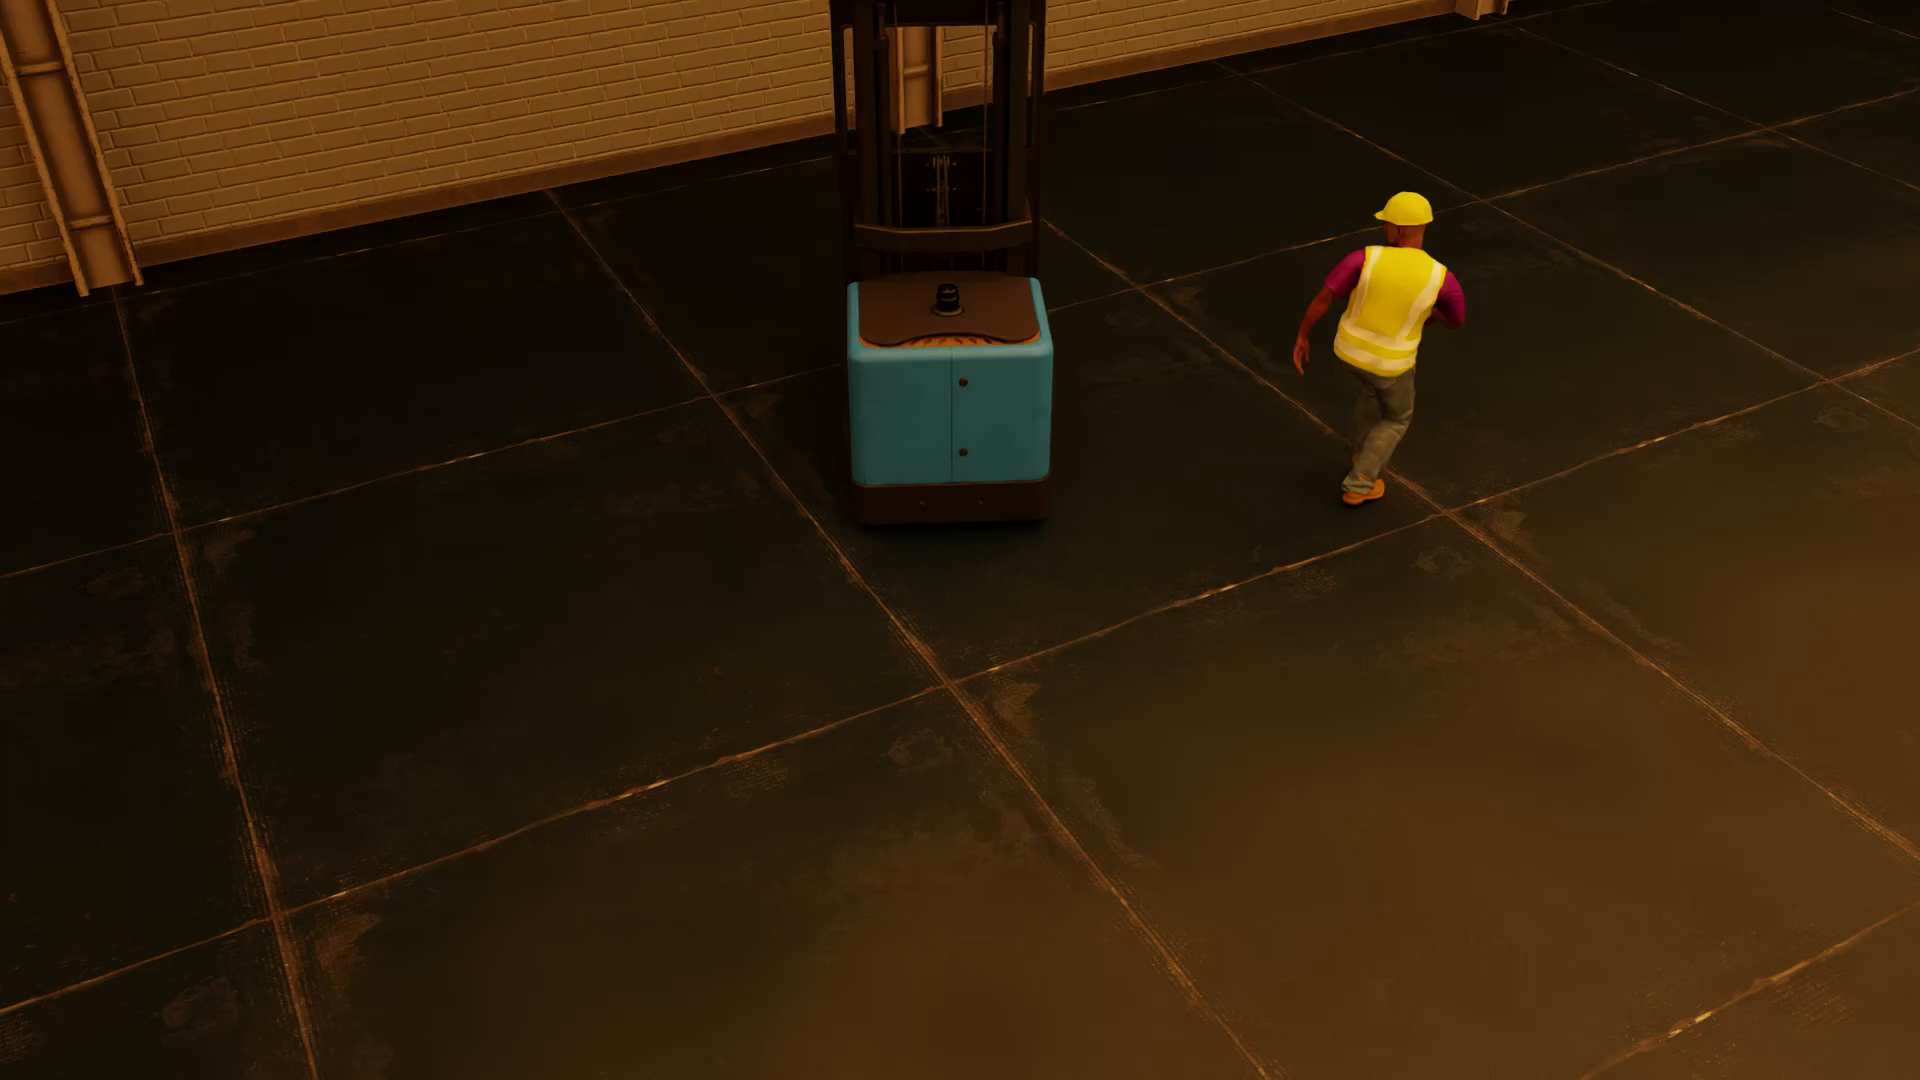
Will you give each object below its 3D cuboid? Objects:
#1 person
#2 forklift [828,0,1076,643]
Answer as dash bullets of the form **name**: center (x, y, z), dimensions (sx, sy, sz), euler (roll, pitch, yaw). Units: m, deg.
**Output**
- **person**: center (3.181, -1.168, 8.840), dimensions (0.496, 1.786, 0.677), euler (-8, 36, -11)
- **forklift**: center (-0.070, -1.537, 8.297), dimensions (1.130, 2.935, 3.031), euler (-2, 35, -3)
